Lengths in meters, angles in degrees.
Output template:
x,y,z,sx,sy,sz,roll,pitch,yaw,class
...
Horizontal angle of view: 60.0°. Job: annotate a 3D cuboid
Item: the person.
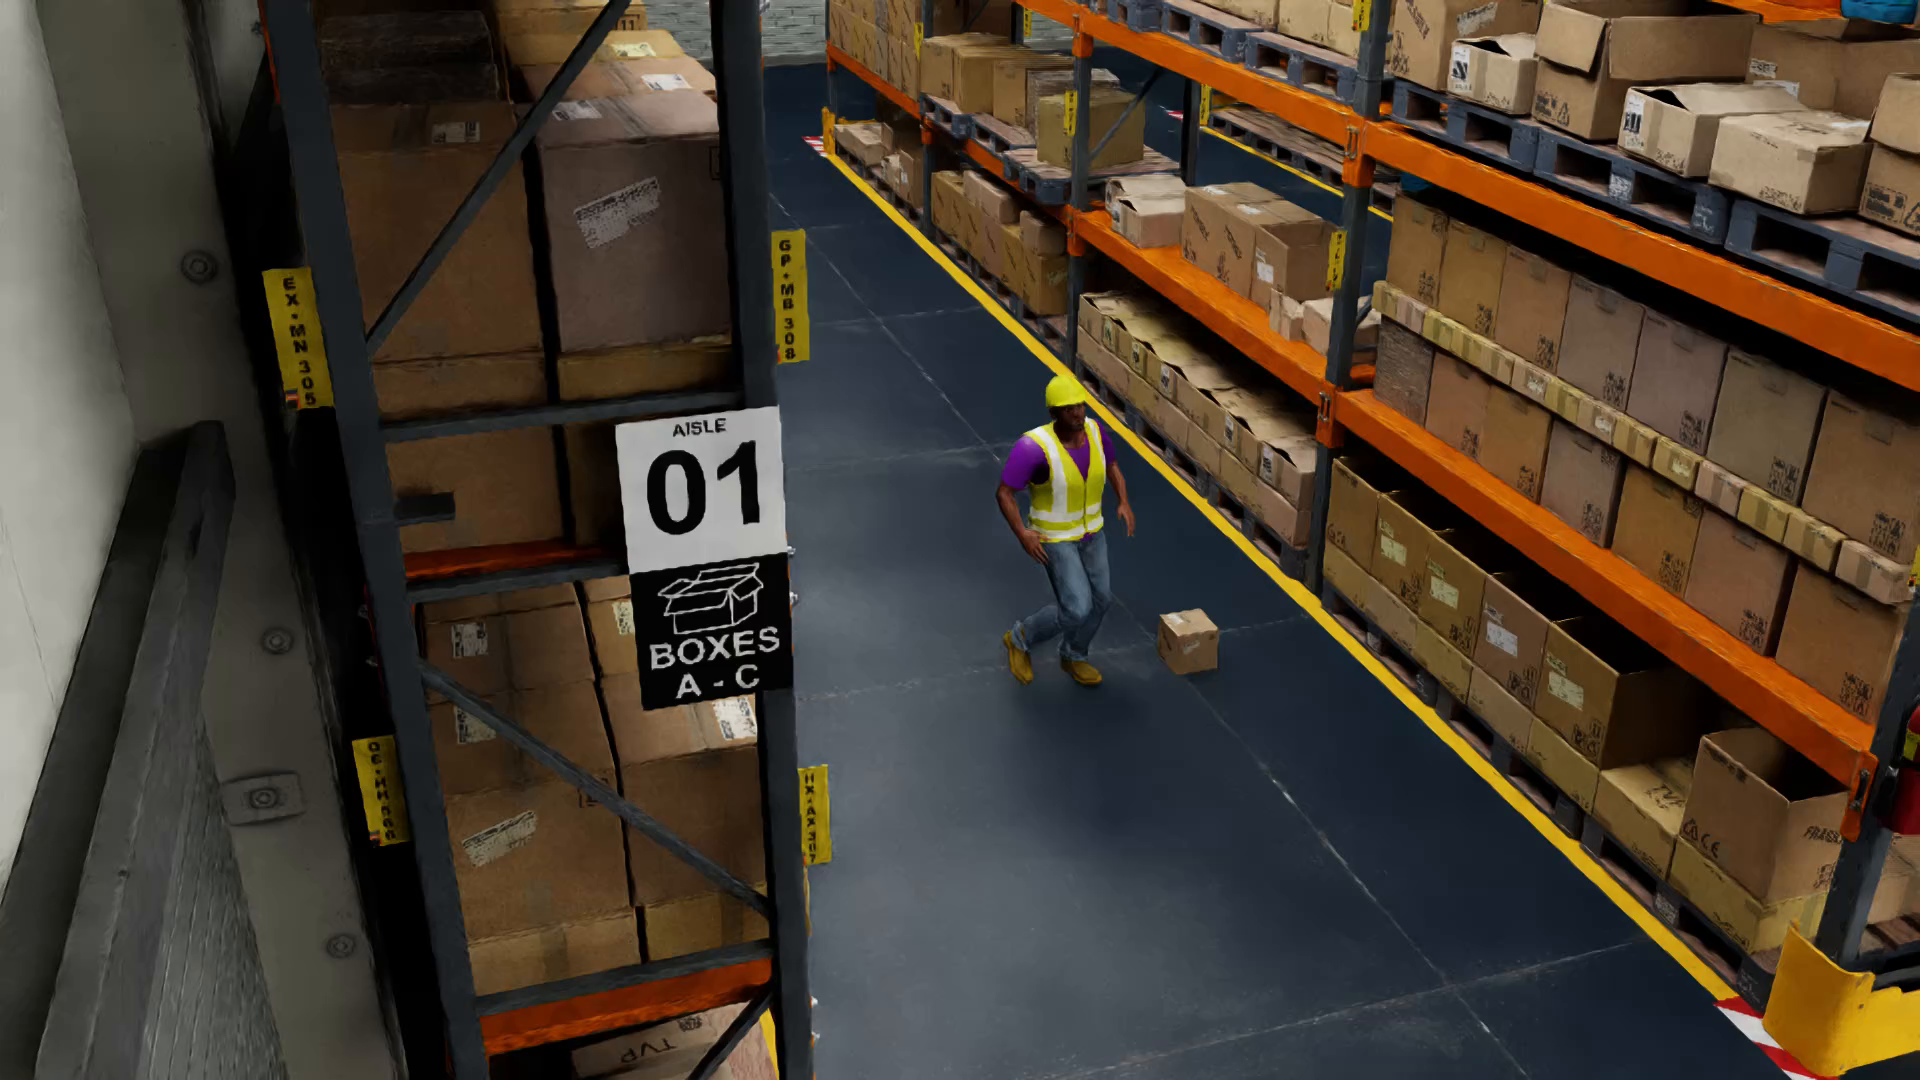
x,y,z,sx,sy,sz,roll,pitch,yaw,class
0.599,-0.036,8.700,0.756,1.730,0.503,-22,34,-37,person
